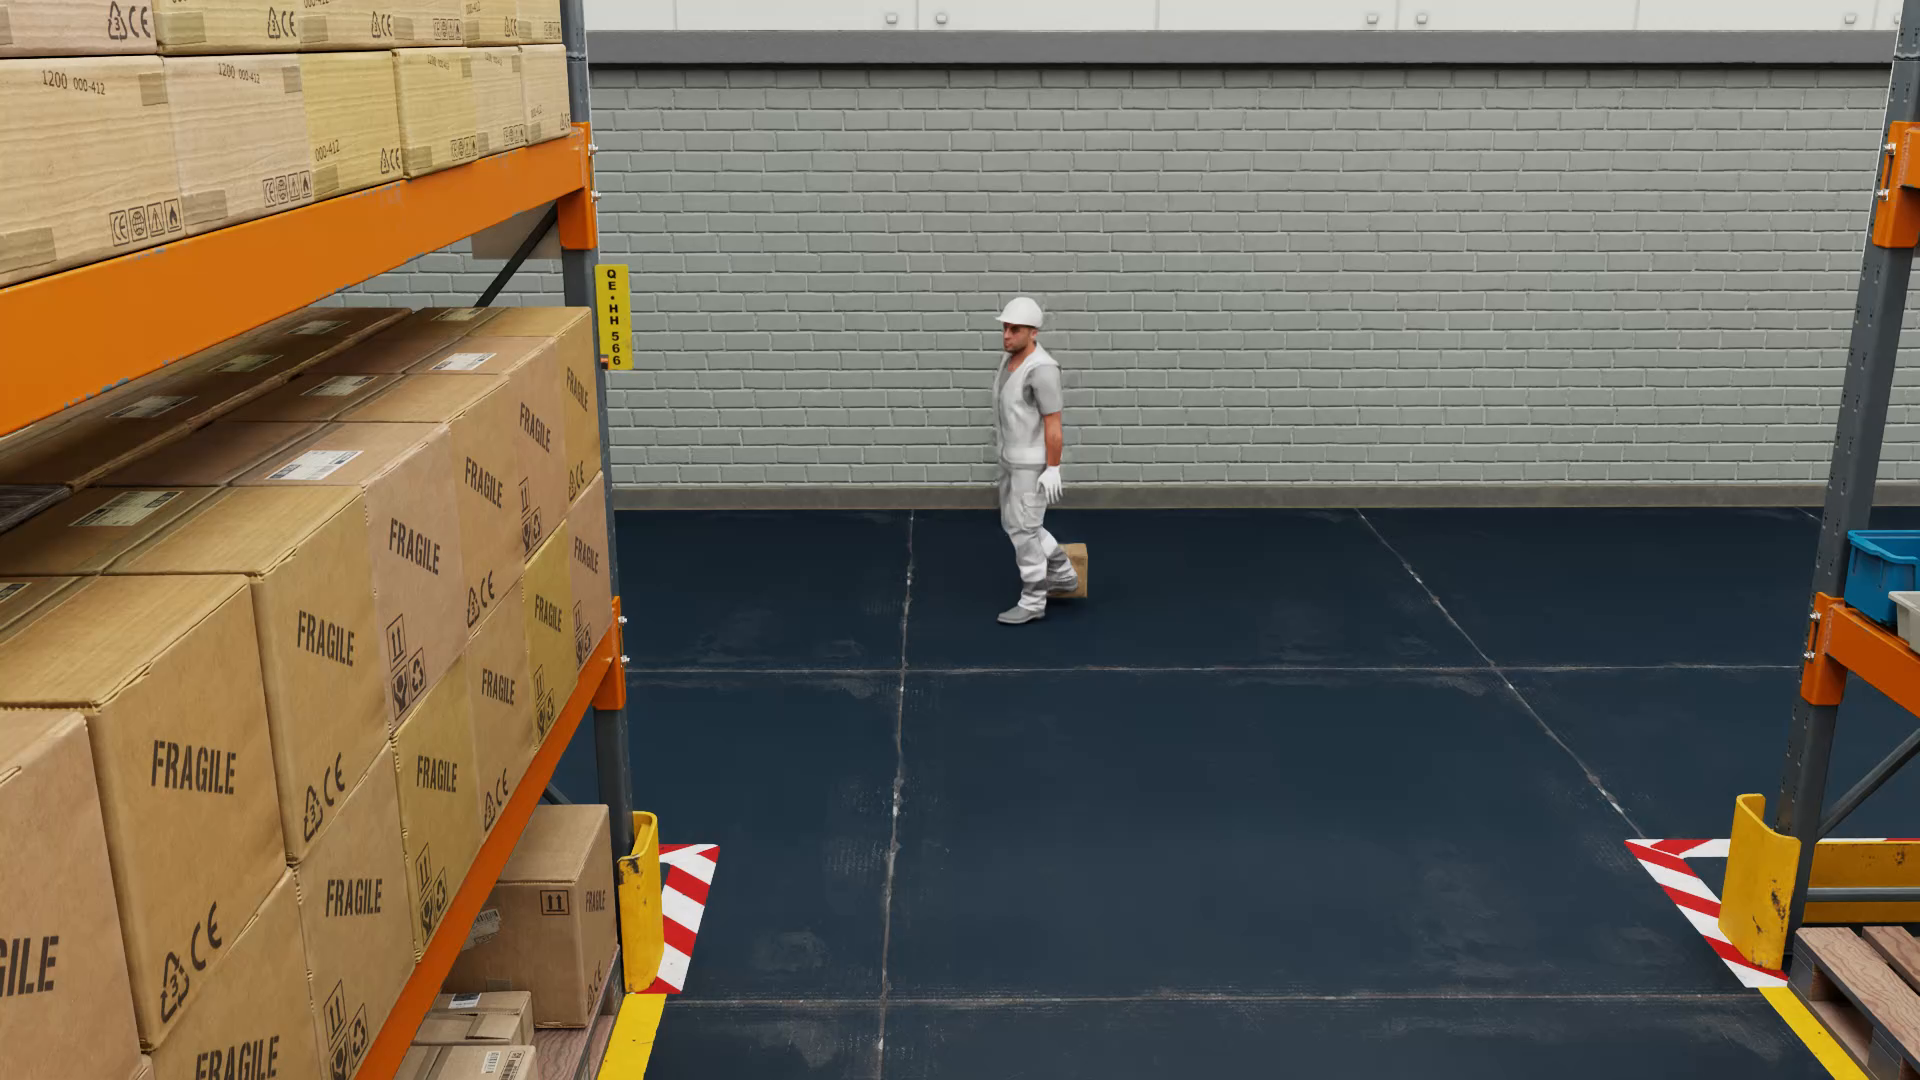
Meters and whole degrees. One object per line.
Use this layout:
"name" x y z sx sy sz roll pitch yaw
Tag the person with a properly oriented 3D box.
"person" 0.423 -0.428 8.909 0.578 1.777 0.585 -6 18 -19
